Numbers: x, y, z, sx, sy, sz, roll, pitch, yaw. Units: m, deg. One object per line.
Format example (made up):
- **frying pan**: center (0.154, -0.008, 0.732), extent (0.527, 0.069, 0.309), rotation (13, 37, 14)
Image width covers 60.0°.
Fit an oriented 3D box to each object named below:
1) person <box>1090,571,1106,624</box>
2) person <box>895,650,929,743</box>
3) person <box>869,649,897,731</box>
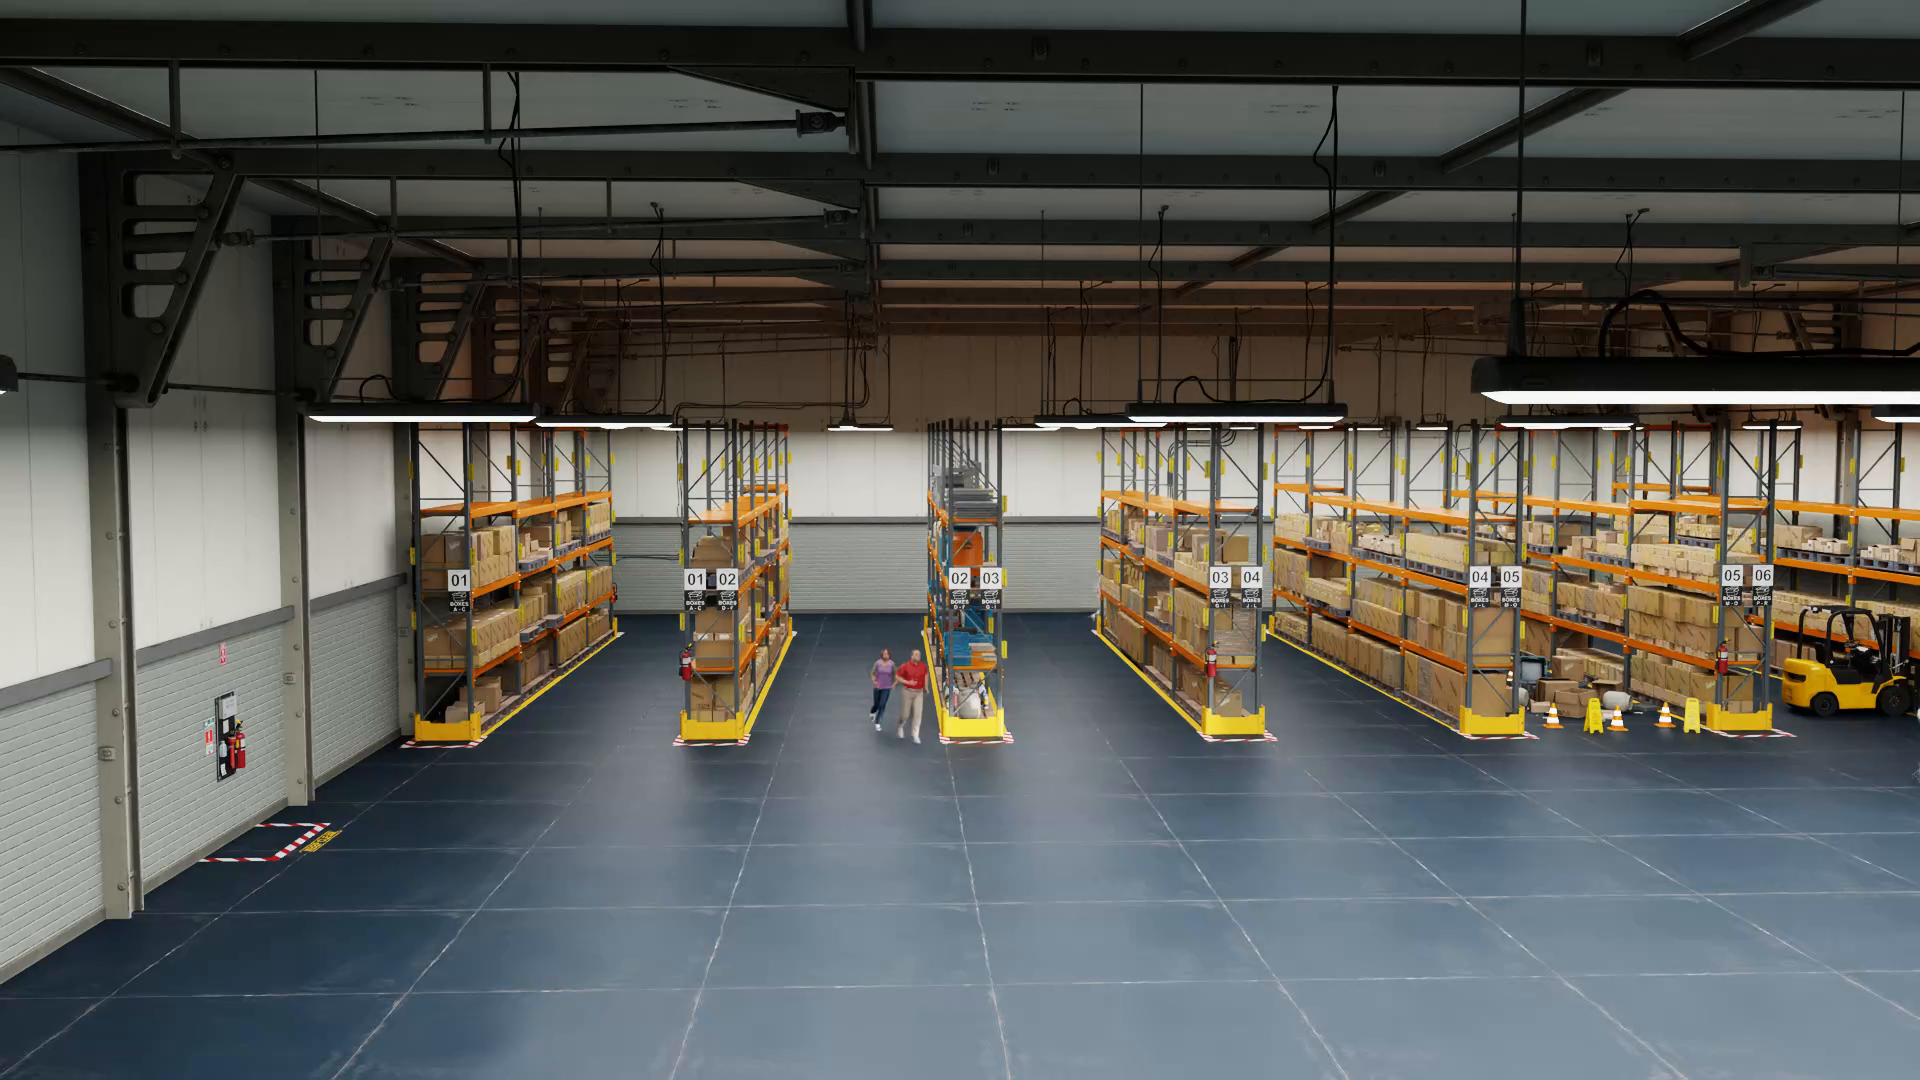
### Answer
- **person**: center (4.181, 1.722, 48.906), extent (0.733, 1.766, 0.646), rotation (1, 4, 12)
- **person**: center (-0.860, 2.885, 30.913), extent (0.714, 1.684, 0.940), rotation (-1, 4, -19)
- **person**: center (-1.475, 2.882, 32.314), extent (0.576, 1.564, 0.674), rotation (0, 4, -7)
